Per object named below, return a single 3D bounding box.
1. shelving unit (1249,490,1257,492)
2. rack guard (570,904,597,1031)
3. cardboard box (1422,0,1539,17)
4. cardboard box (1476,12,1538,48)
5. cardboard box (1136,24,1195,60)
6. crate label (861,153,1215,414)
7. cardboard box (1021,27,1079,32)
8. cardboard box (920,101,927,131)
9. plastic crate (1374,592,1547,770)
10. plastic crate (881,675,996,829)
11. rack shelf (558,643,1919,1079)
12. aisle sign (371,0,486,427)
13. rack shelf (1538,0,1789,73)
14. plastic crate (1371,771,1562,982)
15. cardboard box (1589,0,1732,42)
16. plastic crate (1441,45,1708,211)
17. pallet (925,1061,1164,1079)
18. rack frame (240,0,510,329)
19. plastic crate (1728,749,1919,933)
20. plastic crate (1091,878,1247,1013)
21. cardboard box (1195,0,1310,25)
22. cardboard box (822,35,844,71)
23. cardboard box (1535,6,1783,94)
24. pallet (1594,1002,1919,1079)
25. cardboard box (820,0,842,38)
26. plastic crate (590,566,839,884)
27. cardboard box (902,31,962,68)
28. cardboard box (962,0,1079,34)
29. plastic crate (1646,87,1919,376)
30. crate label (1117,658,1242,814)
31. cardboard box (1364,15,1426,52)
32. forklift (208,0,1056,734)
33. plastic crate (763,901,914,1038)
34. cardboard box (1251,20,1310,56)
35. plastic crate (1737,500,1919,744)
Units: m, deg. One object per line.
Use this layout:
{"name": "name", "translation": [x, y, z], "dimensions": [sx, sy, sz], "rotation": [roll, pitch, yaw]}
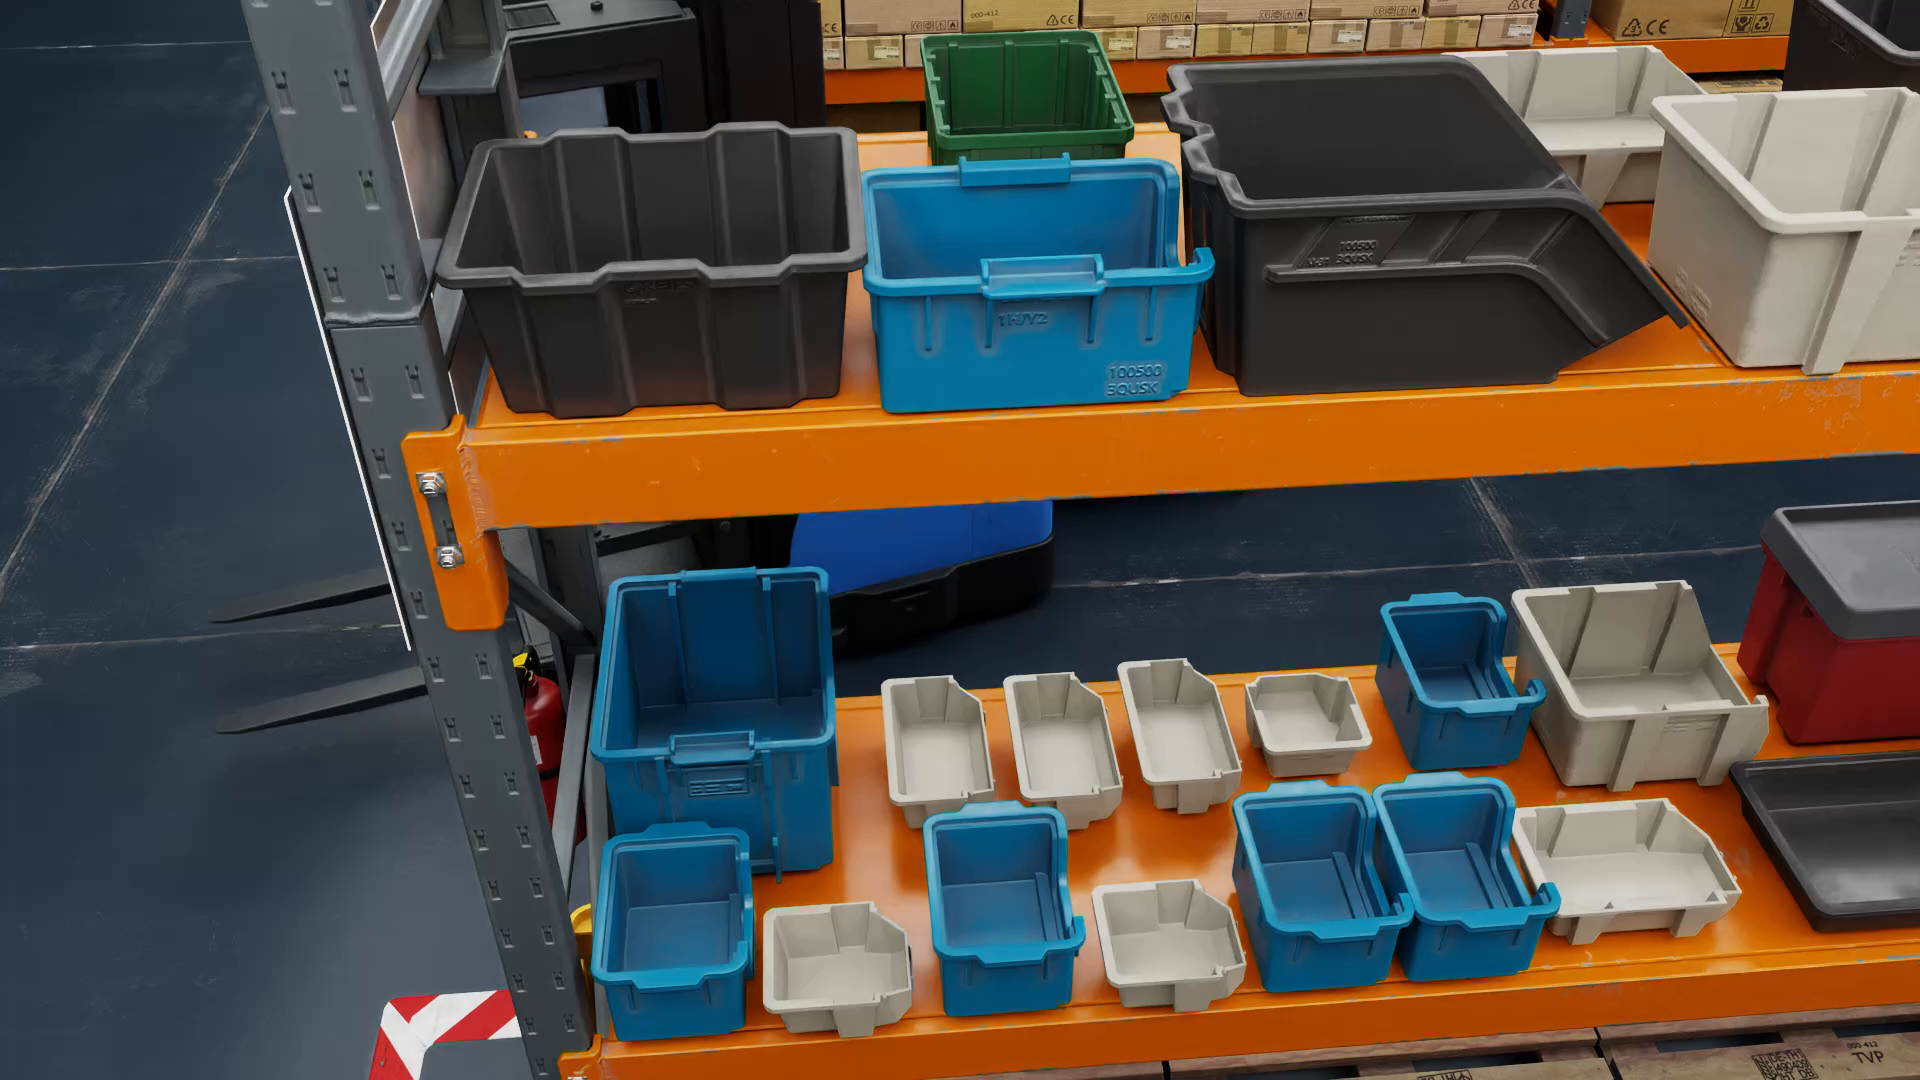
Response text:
{"name": "shelving unit", "translation": [0.689, -0.733, 6.771], "dimensions": [1.048, 1.125, 0.538], "rotation": [-7, 39, -9]}
{"name": "rack guard", "translation": [-0.870, 1.569, 4.358], "dimensions": [0.348, 0.500, 1.175], "rotation": [-3, 38, -4]}
{"name": "cardboard box", "translation": [2.282, -2.569, 7.465], "dimensions": [0.500, 0.250, 0.500], "rotation": [-4, 38, -5]}
{"name": "cardboard box", "translation": [2.424, -2.380, 7.547], "dimensions": [0.250, 0.149, 0.380], "rotation": [-3, 38, -4]}
{"name": "cardboard box", "translation": [0.890, -2.296, 7.441], "dimensions": [0.250, 0.149, 0.380], "rotation": [-3, 38, -3]}
{"name": "crate label", "translation": [0.101, -0.392, 2.524], "dimensions": [0.502, 0.251, 0.408], "rotation": [-3, 38, -4]}
{"name": "cardboard box", "translation": [0.378, -2.267, 7.405], "dimensions": [0.250, 0.149, 0.380], "rotation": [-4, 38, -4]}
{"name": "cardboard box", "translation": [0.251, -1.943, 8.167], "dimensions": [0.875, 0.875, 0.875], "rotation": [-3, 38, -4]}
{"name": "plastic crate", "translation": [1.176, 0.349, 3.972], "dimensions": [0.300, 0.233, 0.416], "rotation": [-3, 38, -4]}
{"name": "plastic crate", "translation": [-0.051, 0.502, 3.857], "dimensions": [0.243, 0.136, 0.396], "rotation": [-3, 38, -4]}
{"name": "rack shelf", "translation": [1.145, 0.751, 3.958], "dimensions": [4.000, 0.370, 1.077], "rotation": [-3, 38, -4]}
{"name": "aisle sign", "translation": [-0.944, -0.619, 3.015], "dimensions": [0.004, 0.787, 0.394], "rotation": [-3, 38, -4]}
{"name": "rack shelf", "translation": [4.691, -2.525, 8.109], "dimensions": [4.000, 0.370, 1.077], "rotation": [-3, 38, -4]}
{"name": "plastic crate", "translation": [1.039, 0.721, 3.501], "dimensions": [0.300, 0.233, 0.416], "rotation": [-3, 38, -4]}
{"name": "cardboard box", "translation": [3.179, -2.608, 7.552], "dimensions": [0.500, 0.500, 0.500], "rotation": [-3, 38, -4]}
{"name": "plastic crate", "translation": [1.189, -0.762, 3.086], "dimensions": [0.530, 0.136, 0.437], "rotation": [-3, 38, -4]}
{"name": "pallet", "translation": [-0.022, 1.651, 4.487], "dimensions": [1.213, 0.211, 1.003], "rotation": [-3, 38, -4]}
{"name": "rack frame", "translation": [-0.847, -1.777, 1.737], "dimensions": [0.127, 3.000, 1.000], "rotation": [-3, 38, -4]}
{"name": "plastic crate", "translation": [2.046, 0.670, 3.653], "dimensions": [0.590, 0.125, 0.437], "rotation": [-3, 38, -4]}
{"name": "plastic crate", "translation": [0.431, 0.844, 3.423], "dimensions": [0.298, 0.136, 0.250], "rotation": [-3, 38, -4]}
{"name": "cardboard box", "translation": [1.259, -2.511, 7.392], "dimensions": [0.500, 0.250, 0.500], "rotation": [-2, 38, -3]}
{"name": "cardboard box", "translation": [-0.647, -2.210, 7.332], "dimensions": [0.250, 0.149, 0.380], "rotation": [-4, 38, -5]}
{"name": "cardboard box", "translation": [3.334, -2.076, 8.335], "dimensions": [0.875, 0.875, 1.225], "rotation": [-3, 38, -4]}
{"name": "pallet", "translation": [2.409, 1.518, 4.656], "dimensions": [1.213, 0.211, 1.003], "rotation": [-3, 38, -4]}
{"name": "cardboard box", "translation": [-0.783, -2.396, 7.245], "dimensions": [0.500, 0.250, 0.500], "rotation": [-4, 38, -5]}
{"name": "plastic crate", "translation": [-0.530, 0.407, 3.736], "dimensions": [0.499, 0.435, 0.616], "rotation": [-3, 38, -4]}
{"name": "cardboard box", "translation": [-0.133, -2.239, 7.369], "dimensions": [0.250, 0.149, 0.380], "rotation": [-4, 38, -5]}
{"name": "cardboard box", "translation": [0.235, -2.453, 7.319], "dimensions": [0.500, 0.250, 0.500], "rotation": [-4, 38, -5]}
{"name": "plastic crate", "translation": [1.388, -0.484, 2.616], "dimensions": [0.530, 0.282, 0.437], "rotation": [-3, 38, -4]}
{"name": "crate label", "translation": [0.515, 0.464, 3.904], "dimensions": [0.243, 0.136, 0.396], "rotation": [-3, 38, -4]}
{"name": "cardboard box", "translation": [1.912, -2.352, 7.512], "dimensions": [0.250, 0.149, 0.380], "rotation": [-4, 38, -5]}
{"name": "forklift", "translation": [-1.207, -0.866, 5.481], "dimensions": [3.031, 2.935, 1.130], "rotation": [-14, 40, -17]}
{"name": "plastic crate", "translation": [-0.245, 0.881, 3.376], "dimensions": [0.298, 0.136, 0.250], "rotation": [-3, 38, -4]}
{"name": "cardboard box", "translation": [1.399, -2.323, 7.476], "dimensions": [0.250, 0.149, 0.380], "rotation": [-2, 38, -3]}
{"name": "plastic crate", "translation": [2.226, 0.204, 3.970], "dimensions": [0.583, 0.464, 0.402], "rotation": [-3, 38, -4]}
